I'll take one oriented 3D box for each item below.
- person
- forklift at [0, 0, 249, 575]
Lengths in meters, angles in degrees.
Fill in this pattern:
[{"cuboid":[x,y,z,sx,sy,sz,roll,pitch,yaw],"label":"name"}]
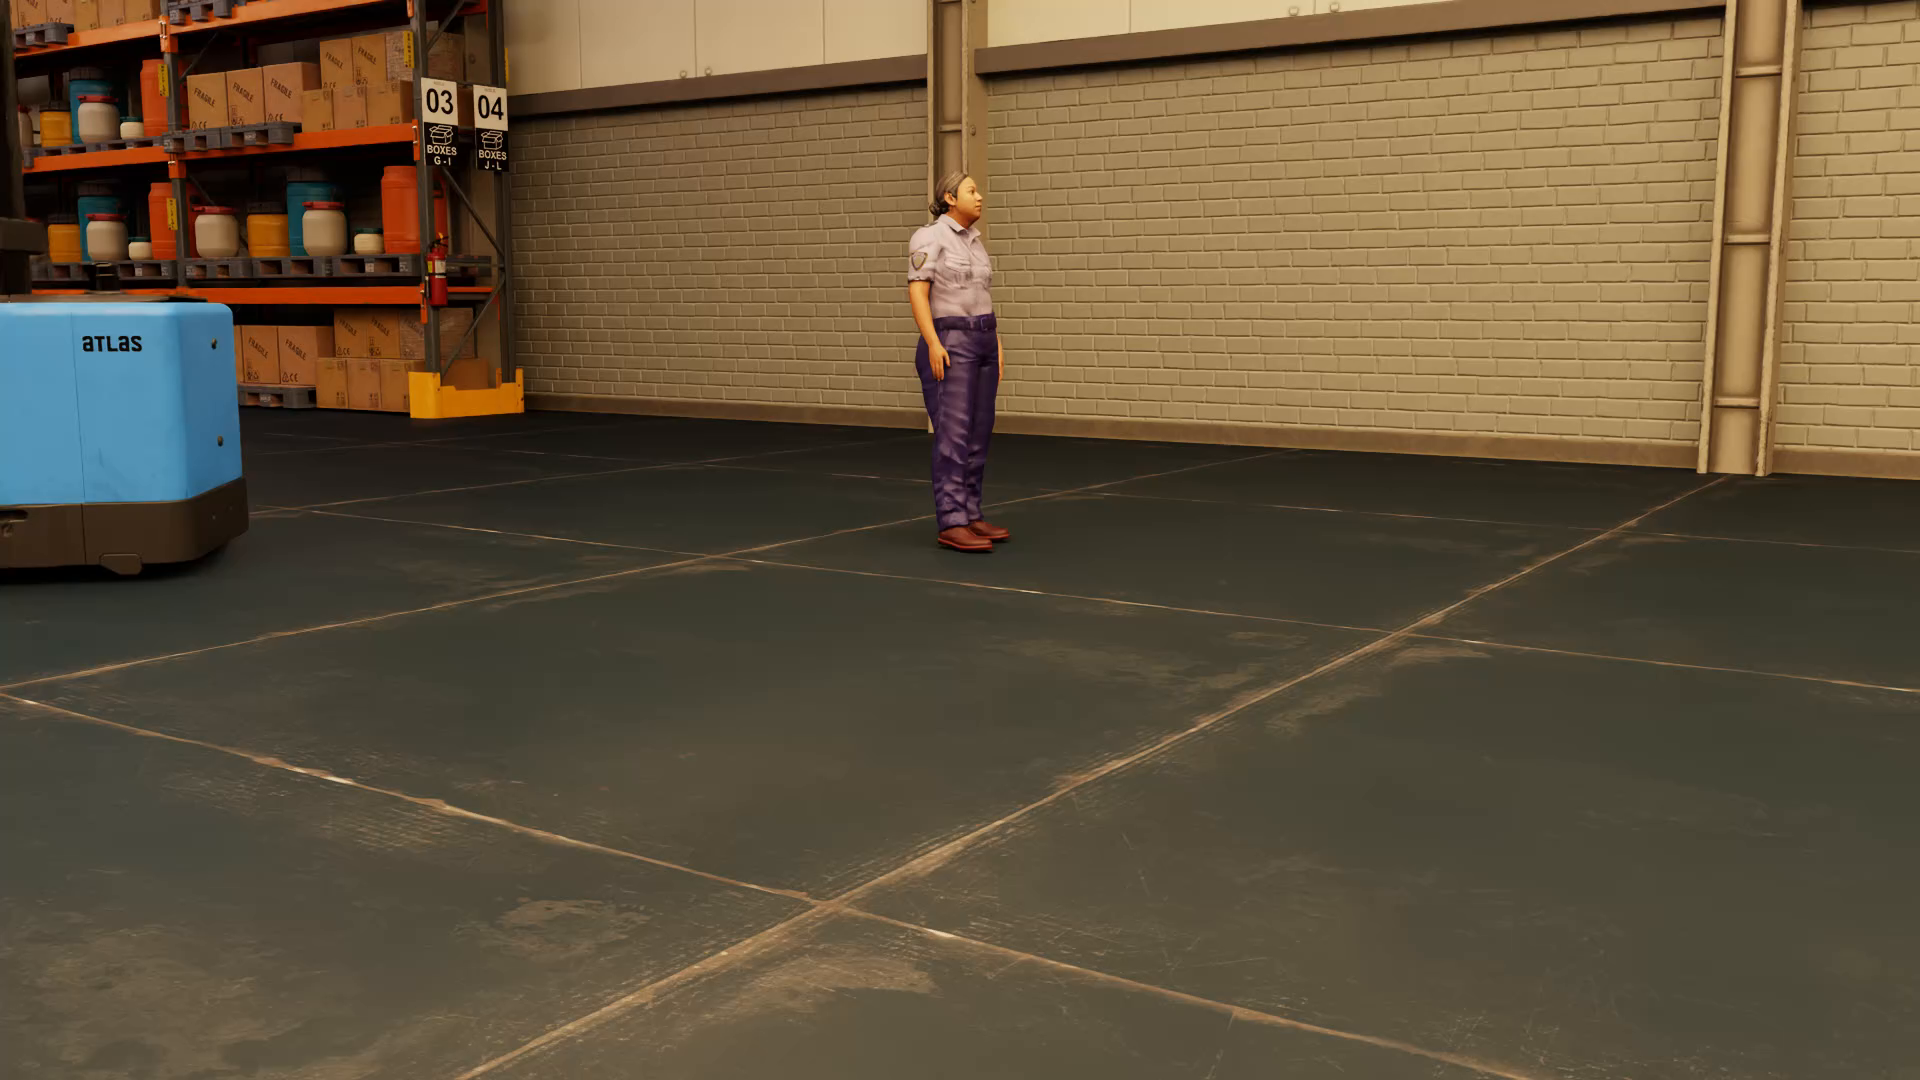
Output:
[{"cuboid":[0.062,-0.813,7.418,0.502,1.651,0.598,5,10,34],"label":"person"},{"cuboid":[-4.578,-1.326,6.520,3.031,2.935,1.130,-1,8,-10],"label":"forklift"}]
